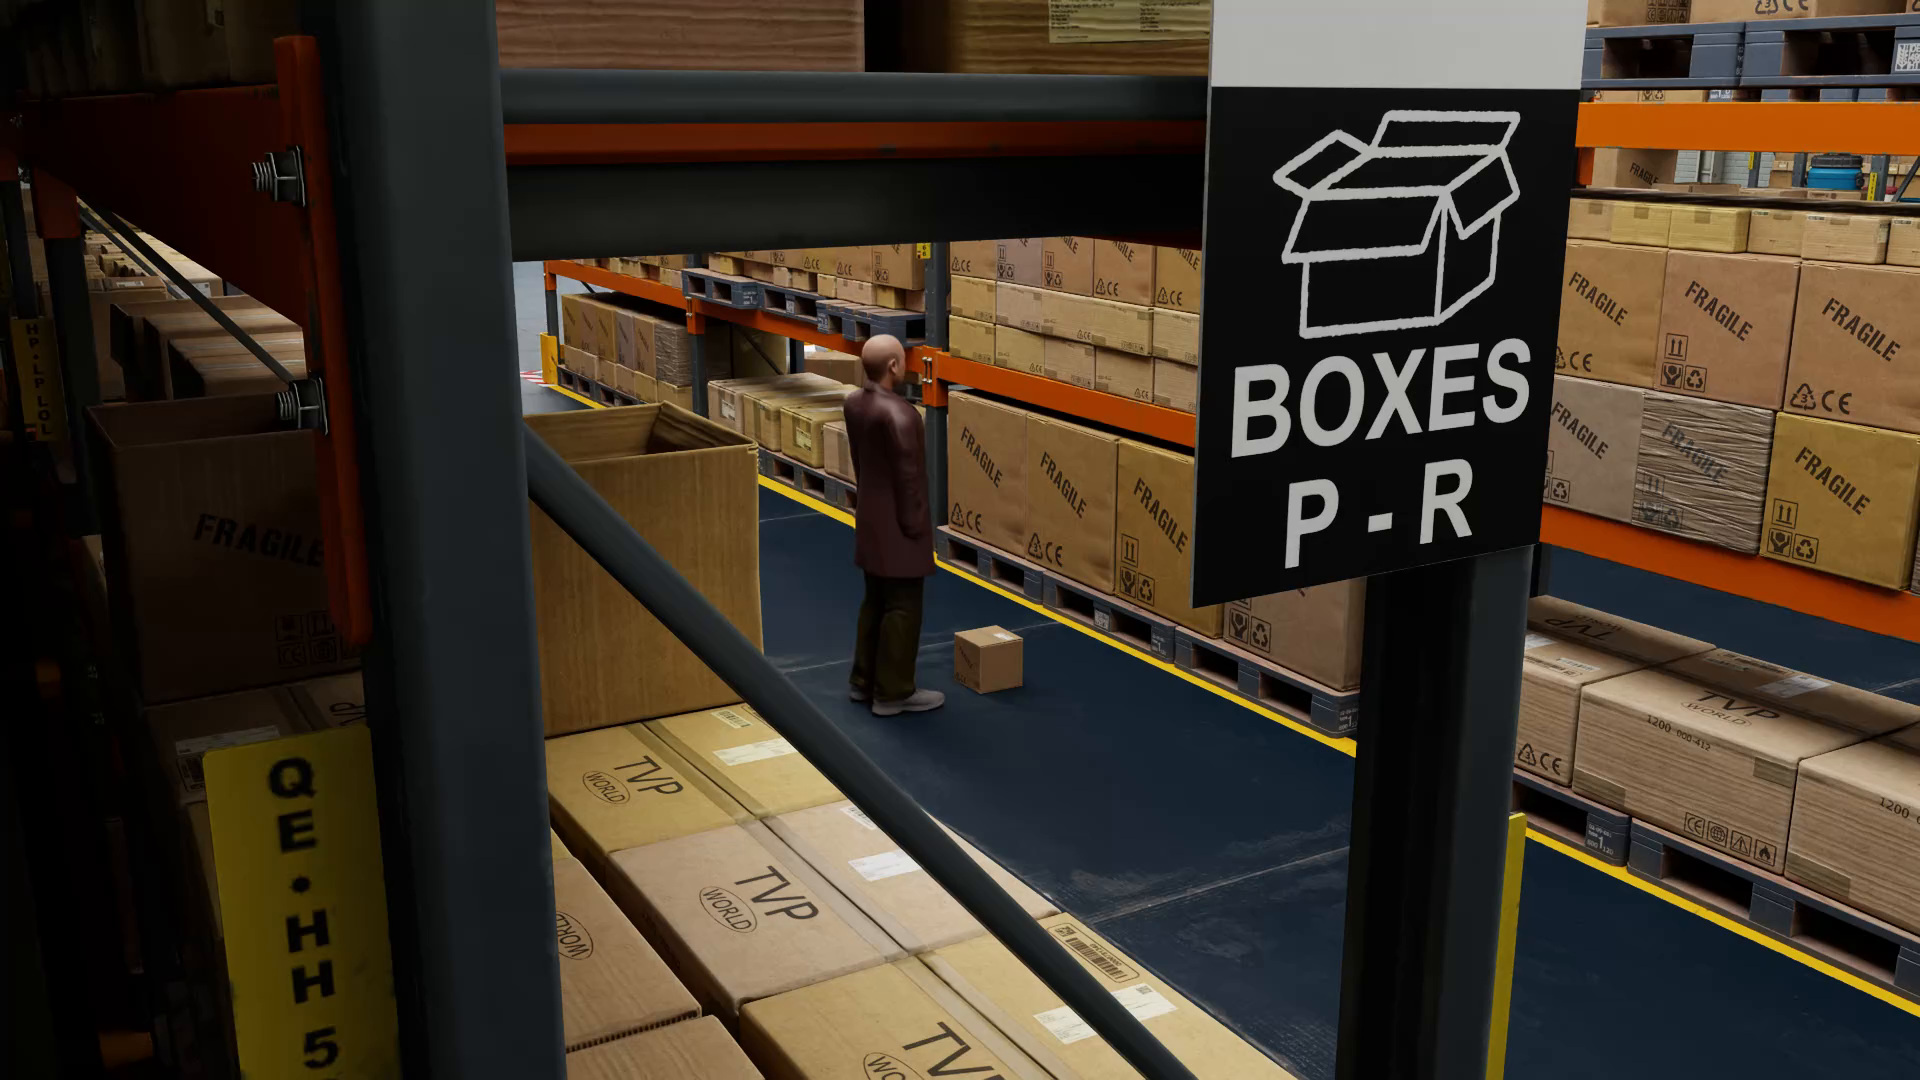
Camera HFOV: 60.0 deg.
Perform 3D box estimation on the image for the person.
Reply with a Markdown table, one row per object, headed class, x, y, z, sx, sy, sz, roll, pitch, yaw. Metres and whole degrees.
| class | x | y | z | sx | sy | sz | roll | pitch | yaw |
| --- | --- | --- | --- | --- | --- | --- | --- | --- | --- |
| person | -0.322 | -0.081 | 7.842 | 0.377 | 1.778 | 0.559 | -8 | 17 | -28 |
